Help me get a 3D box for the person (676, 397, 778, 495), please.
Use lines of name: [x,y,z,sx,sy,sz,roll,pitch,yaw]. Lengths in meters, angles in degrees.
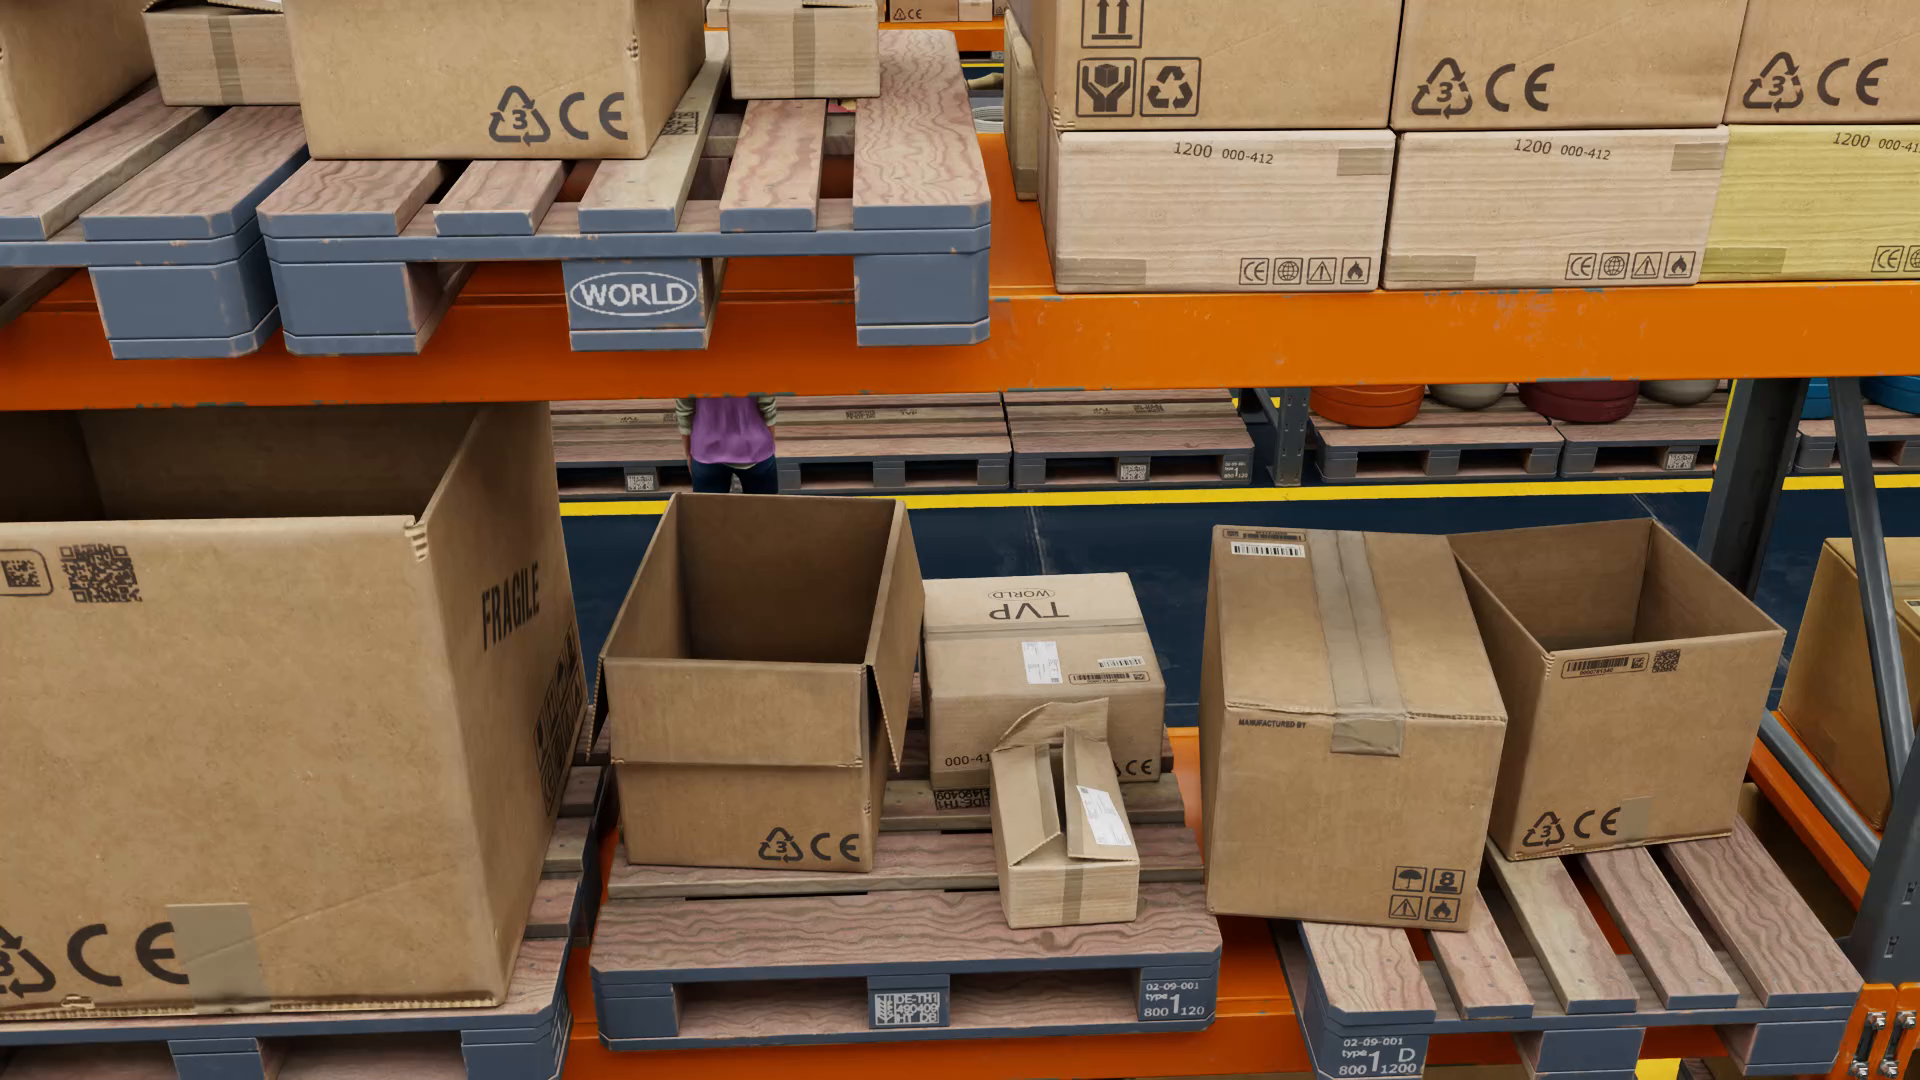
person: [-0.938,-0.332,6.775,0.406,1.612,0.338,-1,28,-1]
